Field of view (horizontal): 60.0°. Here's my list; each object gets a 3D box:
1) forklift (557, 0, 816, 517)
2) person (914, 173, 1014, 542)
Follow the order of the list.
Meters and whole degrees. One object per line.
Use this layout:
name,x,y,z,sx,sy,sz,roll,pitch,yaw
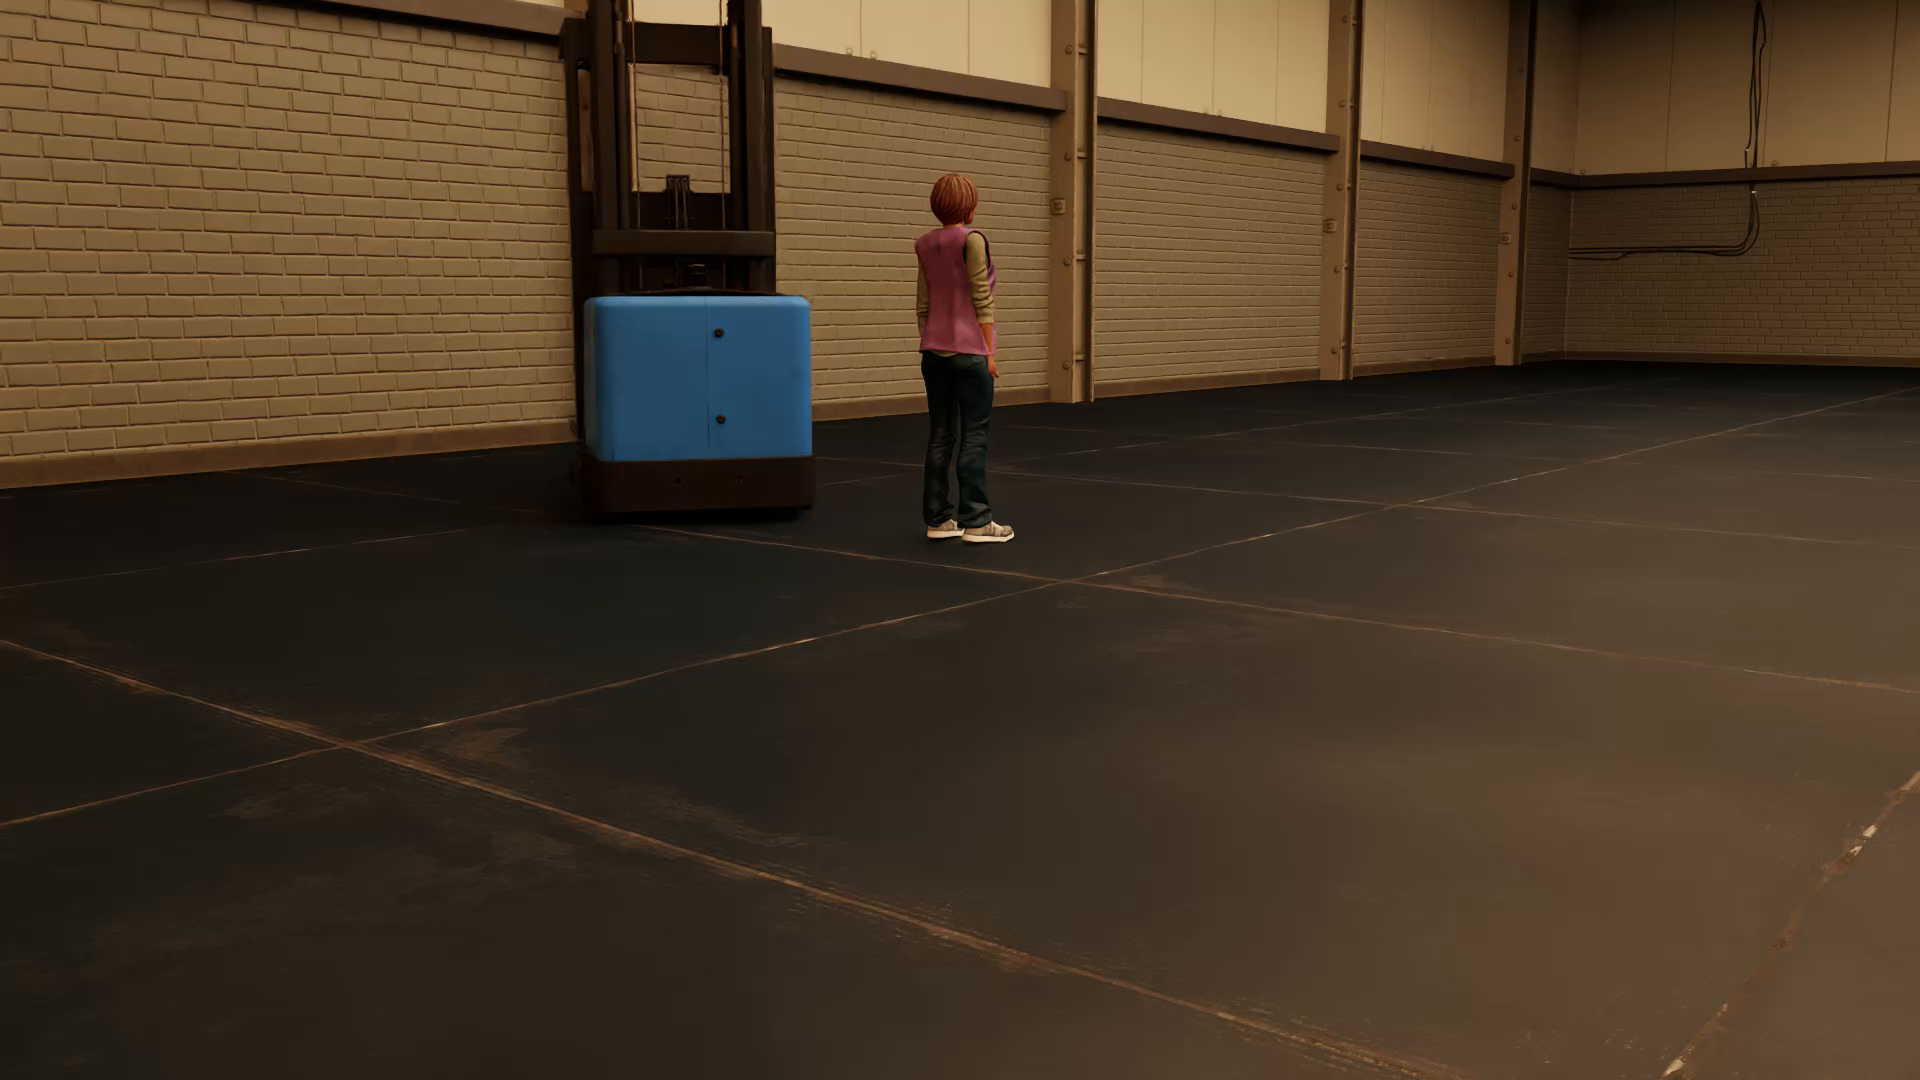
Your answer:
forklift,-1.604,-1.736,9.142,1.130,2.935,3.031,-2,9,-16
person,-0.002,-0.791,7.292,0.409,1.602,0.327,7,11,38
